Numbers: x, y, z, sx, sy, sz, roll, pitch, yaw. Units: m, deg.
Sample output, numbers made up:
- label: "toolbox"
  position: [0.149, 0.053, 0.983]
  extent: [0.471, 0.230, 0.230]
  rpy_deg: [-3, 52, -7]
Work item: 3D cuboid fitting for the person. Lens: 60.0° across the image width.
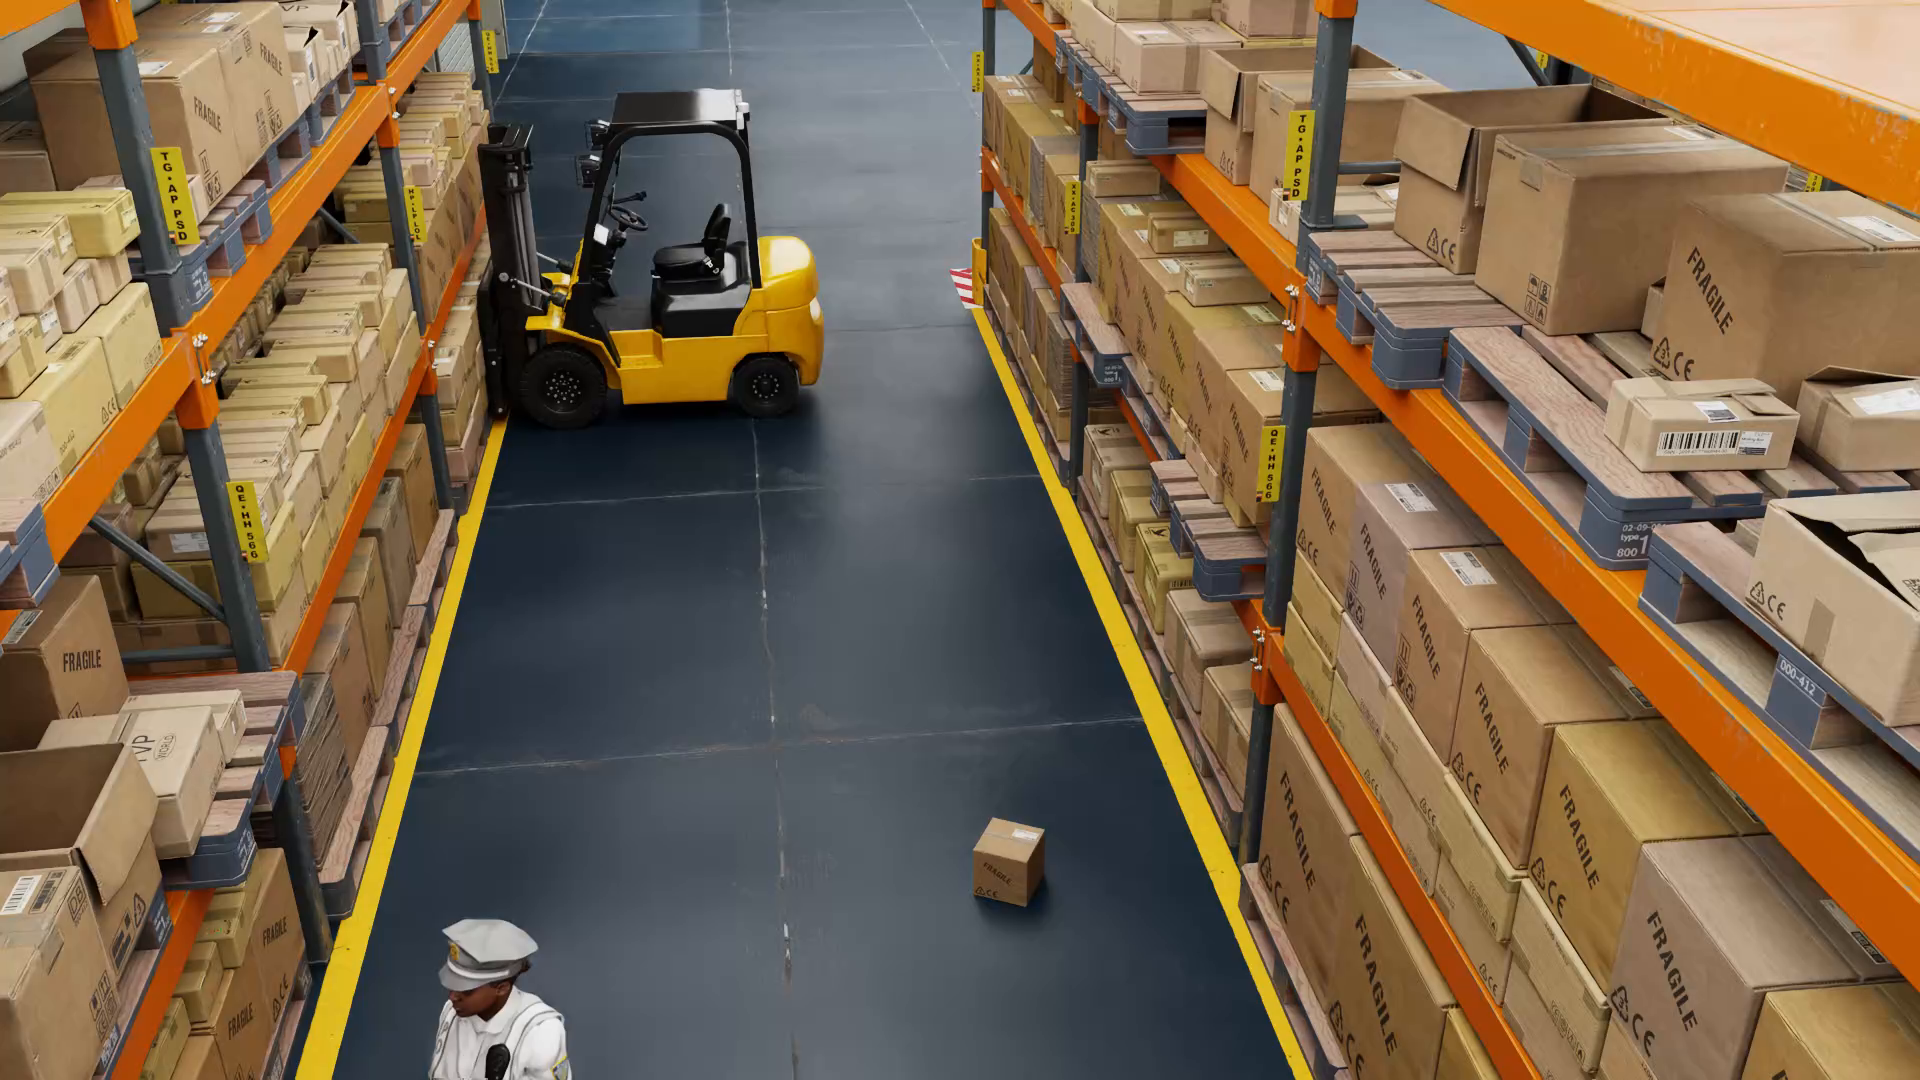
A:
- label: "person"
  position: [-1.349, 1.879, 4.948]
  extent: [0.499, 1.746, 0.412]
  rpy_deg: [14, 30, 25]
